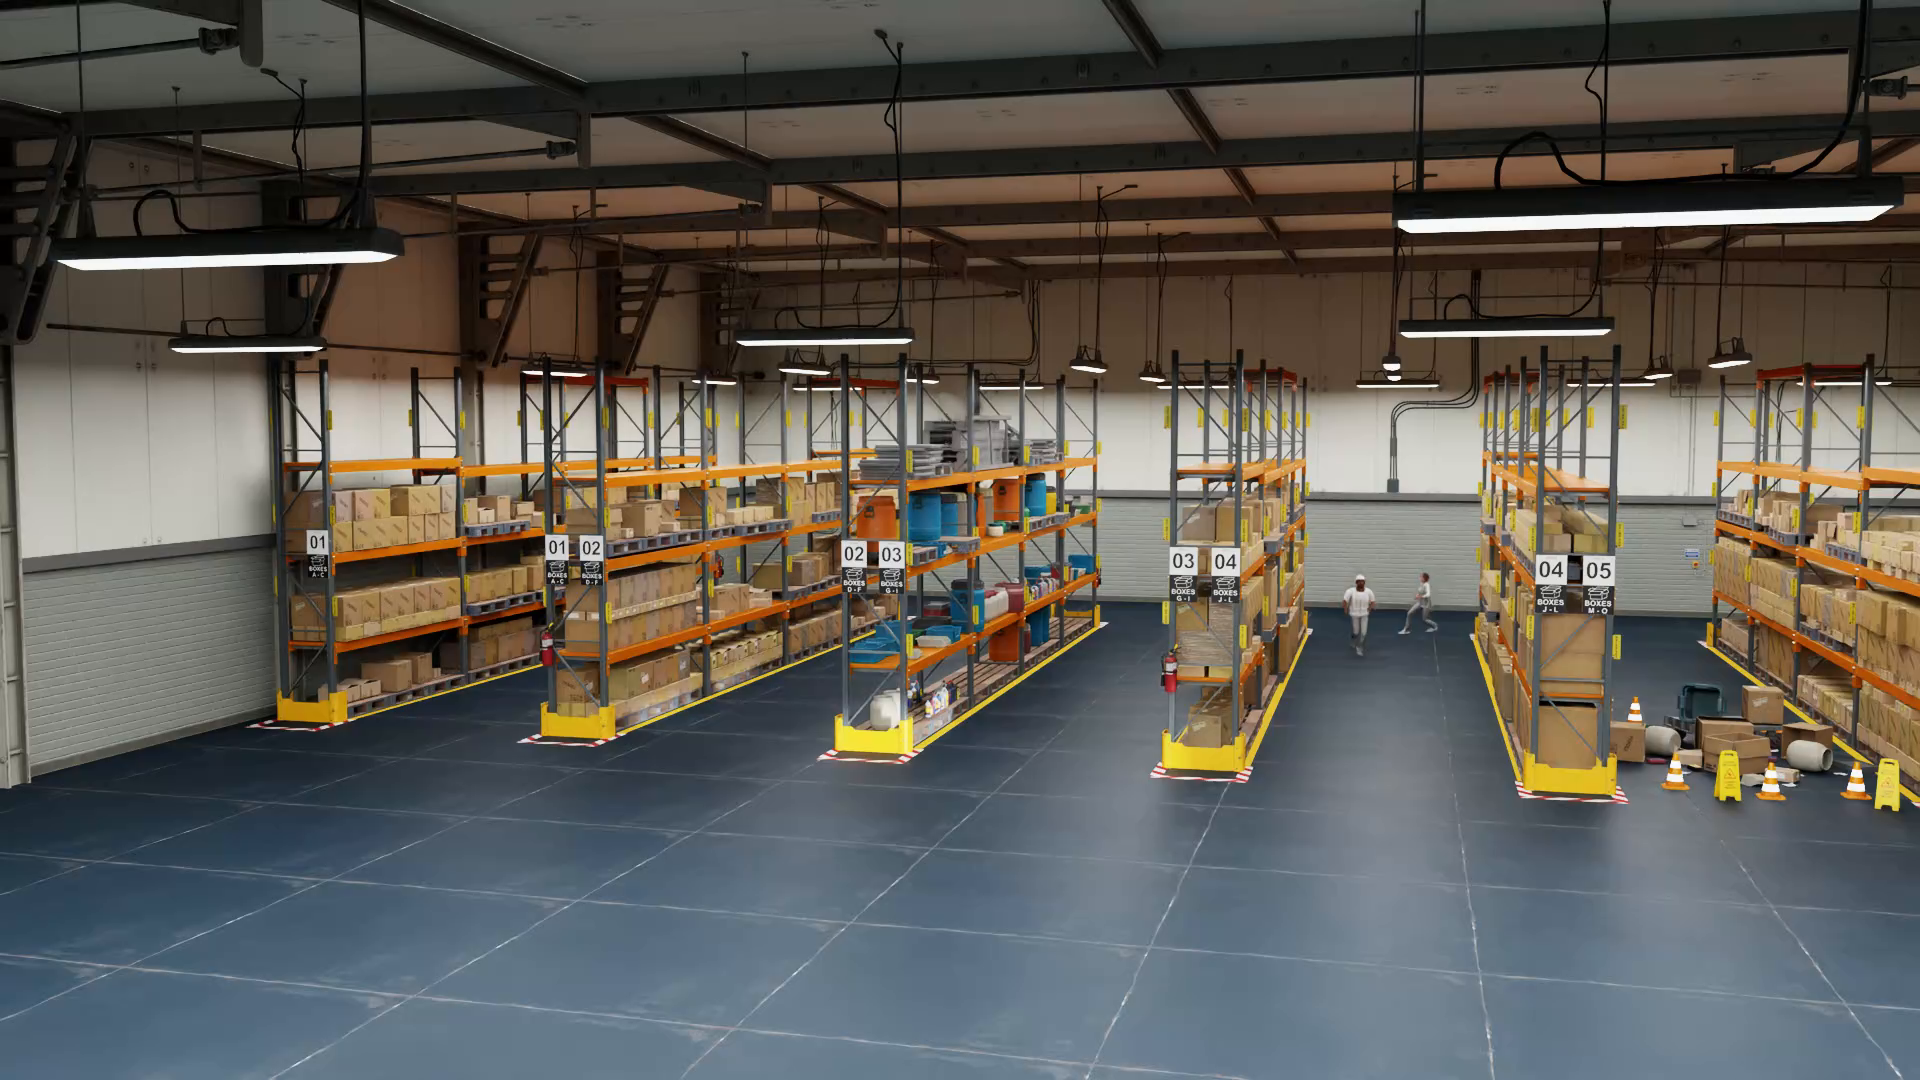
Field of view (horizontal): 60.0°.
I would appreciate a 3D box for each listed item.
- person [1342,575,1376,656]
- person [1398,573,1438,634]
[{"bbox_3d":[8.520,1.601,35.475,0.692,1.719,0.589,0,4,5],"label":"person"},{"bbox_3d":[10.781,1.489,38.738,0.932,1.457,0.618,-1,4,-19],"label":"person"}]
